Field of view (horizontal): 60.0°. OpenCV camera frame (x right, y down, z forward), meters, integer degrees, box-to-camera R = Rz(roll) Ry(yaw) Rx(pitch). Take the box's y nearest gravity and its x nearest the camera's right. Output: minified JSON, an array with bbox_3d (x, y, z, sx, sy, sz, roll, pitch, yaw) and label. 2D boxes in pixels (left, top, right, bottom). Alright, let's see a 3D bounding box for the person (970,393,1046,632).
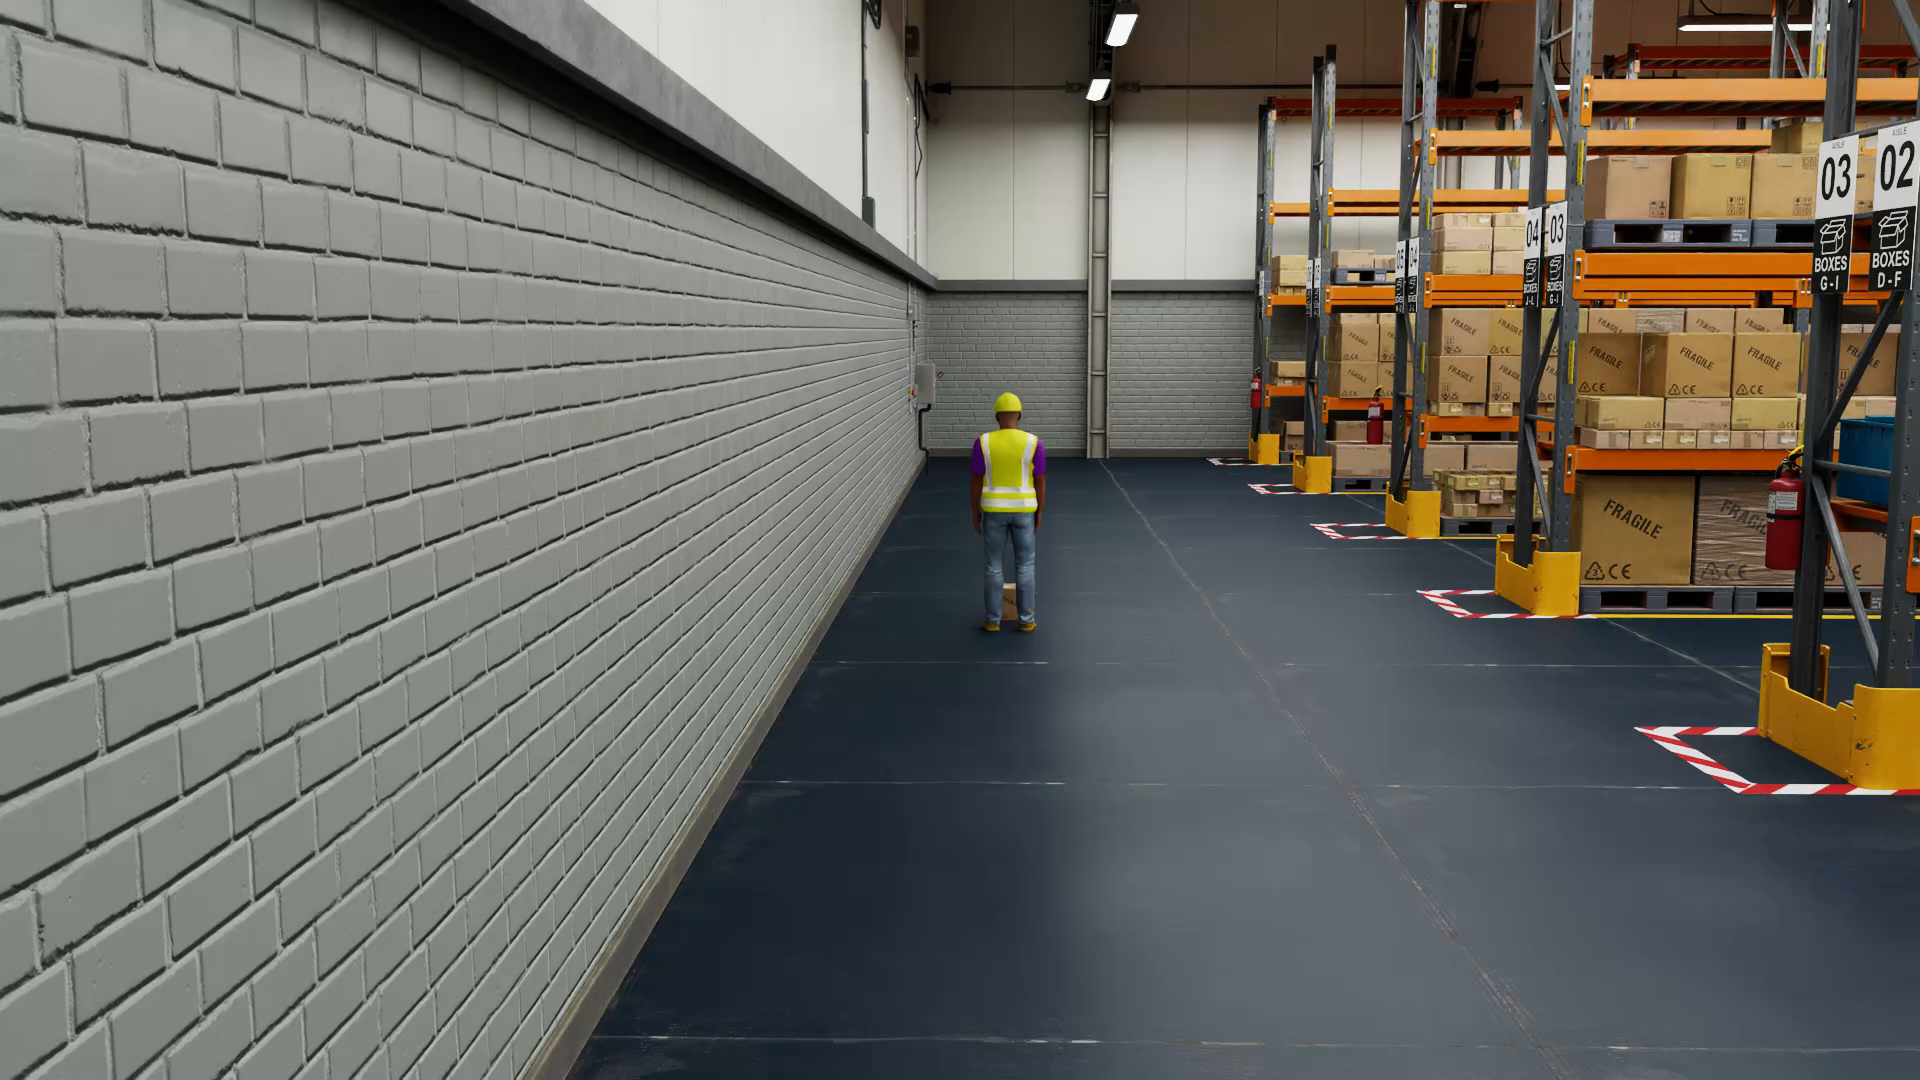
[{"bbox_3d":[0.353,-0.207,12.323,0.564,1.762,0.357,0,7,3],"label":"person"}]
